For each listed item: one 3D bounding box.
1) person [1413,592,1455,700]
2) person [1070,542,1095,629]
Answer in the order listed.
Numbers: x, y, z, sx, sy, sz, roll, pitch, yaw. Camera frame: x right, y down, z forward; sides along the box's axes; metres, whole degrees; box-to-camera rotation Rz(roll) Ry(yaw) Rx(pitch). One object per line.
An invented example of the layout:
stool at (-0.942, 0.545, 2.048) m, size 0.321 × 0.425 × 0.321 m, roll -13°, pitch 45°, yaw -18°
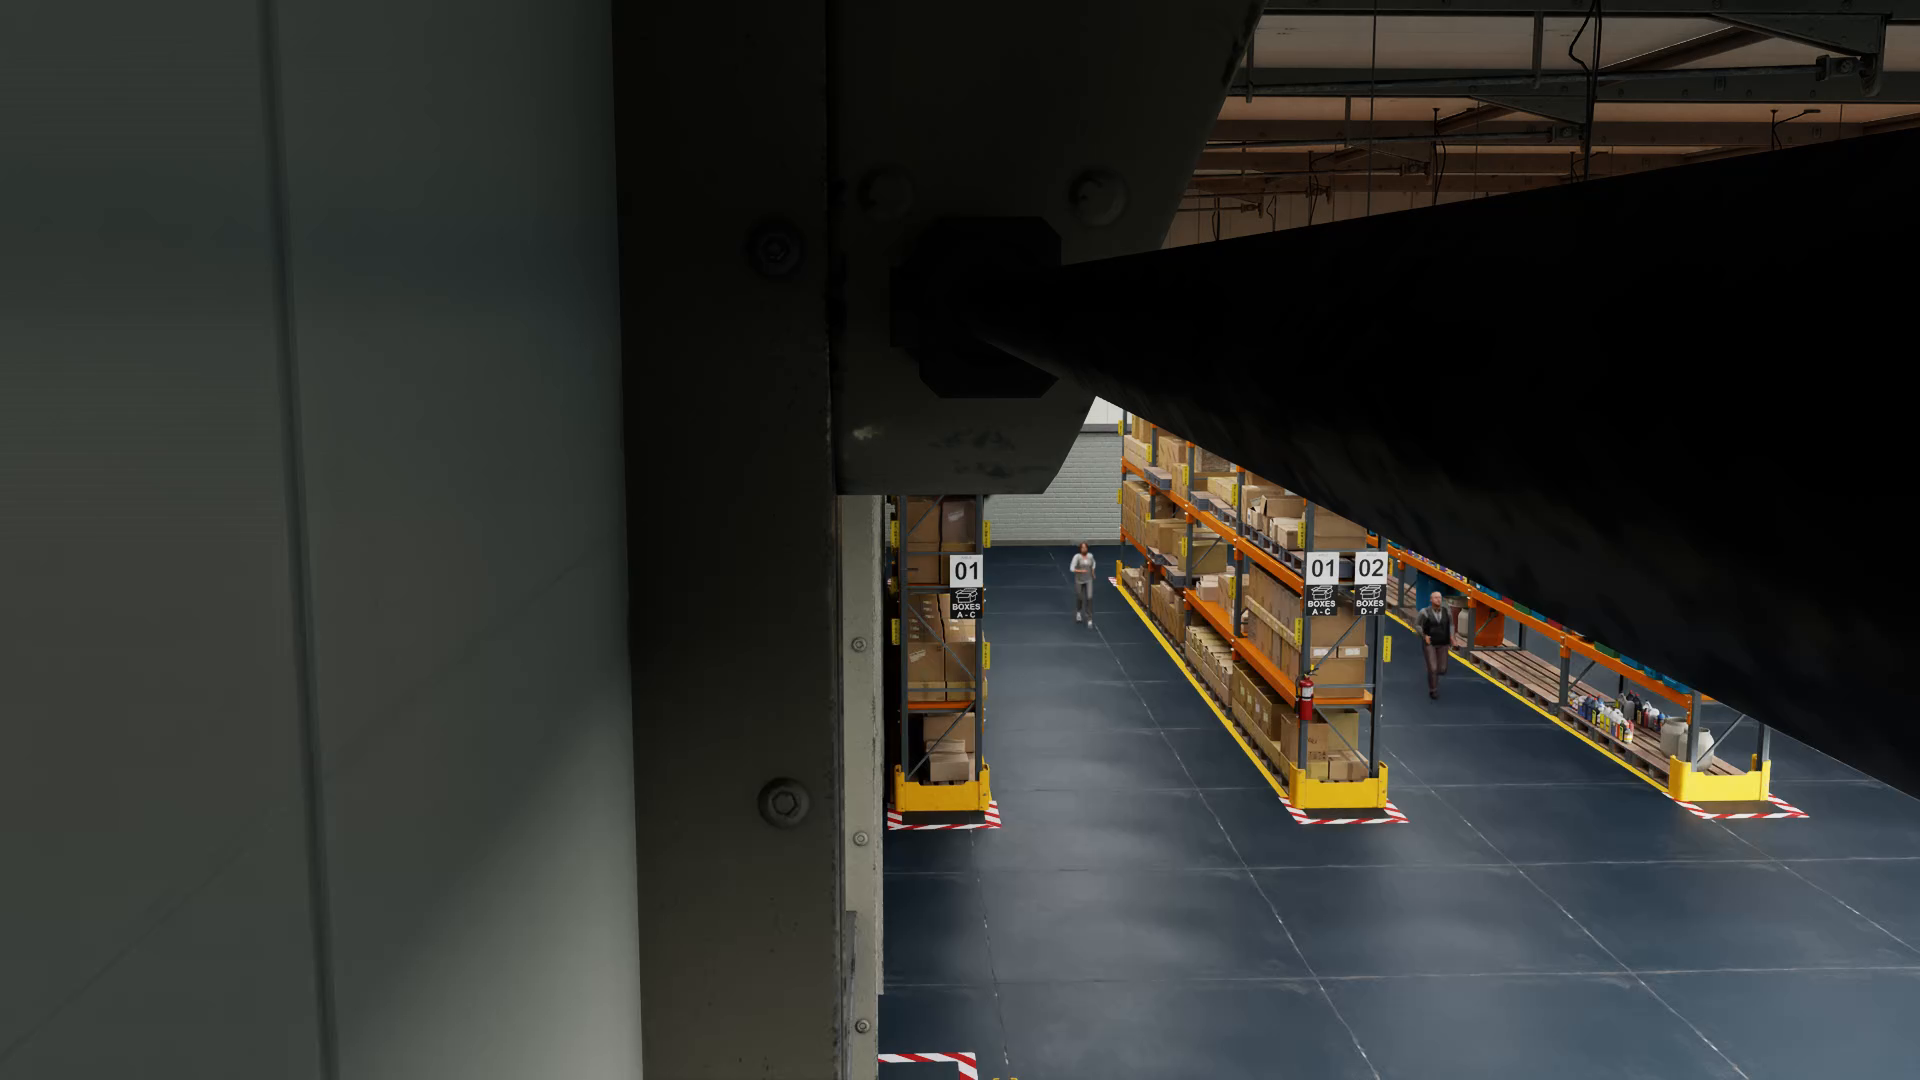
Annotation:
person at (7.496, 1.646, 26.296) m, size 0.660 × 1.684 × 0.599 m, roll 0°, pitch 8°, yaw -1°
person at (2.359, 0.830, 31.866) m, size 0.531 × 1.622 × 0.820 m, roll -1°, pitch 8°, yaw -5°
